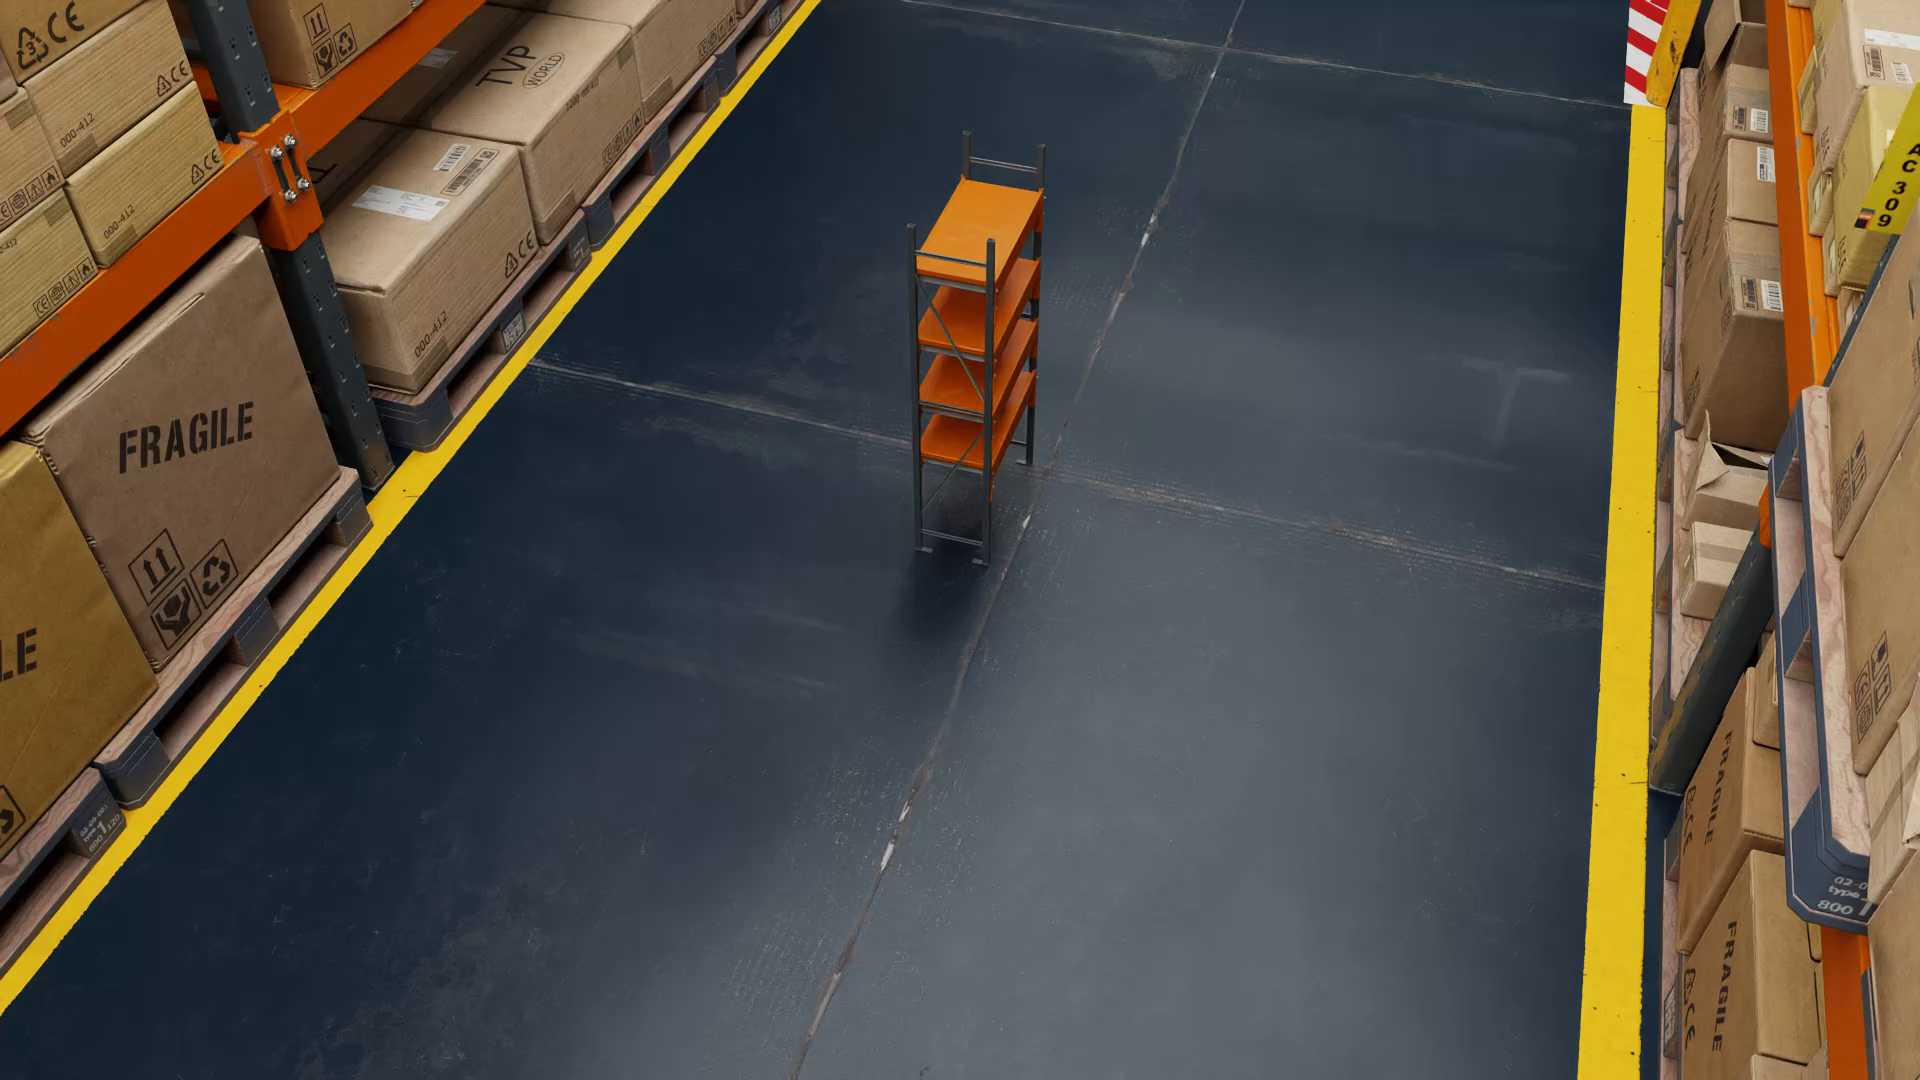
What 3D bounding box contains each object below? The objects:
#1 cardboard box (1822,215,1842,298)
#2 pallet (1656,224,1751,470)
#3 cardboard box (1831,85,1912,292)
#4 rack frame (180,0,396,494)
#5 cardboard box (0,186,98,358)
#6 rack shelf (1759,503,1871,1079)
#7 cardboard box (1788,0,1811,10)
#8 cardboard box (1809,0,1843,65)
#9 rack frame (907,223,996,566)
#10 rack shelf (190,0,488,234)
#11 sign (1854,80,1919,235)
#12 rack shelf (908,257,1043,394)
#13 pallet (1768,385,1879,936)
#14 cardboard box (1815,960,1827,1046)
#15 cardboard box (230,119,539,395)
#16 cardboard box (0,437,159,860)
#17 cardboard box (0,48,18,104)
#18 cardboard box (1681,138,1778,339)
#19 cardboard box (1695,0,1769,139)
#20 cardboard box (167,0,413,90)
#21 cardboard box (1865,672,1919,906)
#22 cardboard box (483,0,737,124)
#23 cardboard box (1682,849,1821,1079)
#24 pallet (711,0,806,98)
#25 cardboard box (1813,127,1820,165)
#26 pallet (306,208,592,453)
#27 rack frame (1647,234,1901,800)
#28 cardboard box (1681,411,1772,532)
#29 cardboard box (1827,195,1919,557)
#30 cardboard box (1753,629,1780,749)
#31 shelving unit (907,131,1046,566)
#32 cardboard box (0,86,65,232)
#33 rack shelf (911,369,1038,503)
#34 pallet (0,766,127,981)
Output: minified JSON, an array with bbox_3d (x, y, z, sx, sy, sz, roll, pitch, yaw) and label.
[{"bbox_3d":[2.290,-0.676,3.975,0.380,0.149,0.250,14,46,14],"label":"cardboard box"},{"bbox_3d":[2.952,-0.598,5.710,1.003,0.211,1.213,13,46,13],"label":"pallet"},{"bbox_3d":[2.298,-0.765,3.782,0.500,0.250,0.500,14,46,14],"label":"cardboard box"},{"bbox_3d":[-2.356,-1.370,4.505,1.000,3.000,0.127,13,46,13],"label":"rack frame"},{"bbox_3d":[-2.407,-0.625,3.851,0.500,0.250,0.500,12,46,12],"label":"cardboard box"},{"bbox_3d":[1.770,1.269,2.323,1.077,0.370,4.000,13,46,13],"label":"rack shelf"},{"bbox_3d":[2.728,-1.709,5.031,0.380,0.149,0.250,14,46,13],"label":"cardboard box"},{"bbox_3d":[2.599,-1.432,4.463,0.500,0.250,0.500,12,46,12],"label":"cardboard box"},{"bbox_3d":[-0.024,-0.377,4.777,0.240,1.200,0.015,13,46,13],"label":"rack frame"},{"bbox_3d":[-1.750,-2.446,6.119,1.077,0.370,4.000,13,46,13],"label":"rack shelf"},{"bbox_3d":[1.856,-0.740,3.243,0.100,0.325,0.005,13,46,13],"label":"sign"},{"bbox_3d":[0.050,-0.651,4.834,0.258,0.148,0.480,13,46,13],"label":"rack shelf"},{"bbox_3d":[2.030,0.257,2.980,1.003,0.211,1.213,13,46,13],"label":"pallet"},{"bbox_3d":[1.867,0.933,3.175,0.380,0.149,0.250,12,46,12],"label":"cardboard box"},{"bbox_3d":[-2.063,-1.000,5.659,0.875,0.438,0.875,12,46,12],"label":"cardboard box"},{"bbox_3d":[-2.733,0.273,4.045,0.875,0.875,0.875,14,46,14],"label":"cardboard box"},{"bbox_3d":[-2.401,-1.066,3.408,0.500,0.500,0.500,13,46,13],"label":"cardboard box"},{"bbox_3d":[2.760,-0.964,5.577,0.500,0.500,0.500,13,46,13],"label":"cardboard box"},{"bbox_3d":[3.312,-1.858,6.488,0.797,0.503,0.637,11,45,11],"label":"cardboard box"},{"bbox_3d":[-1.964,-1.663,4.733,0.500,0.500,0.500,14,46,14],"label":"cardboard box"},{"bbox_3d":[1.589,0.422,2.470,0.396,0.266,0.258,15,46,14],"label":"cardboard box"},{"bbox_3d":[-1.518,-2.198,6.883,0.875,0.438,0.875,14,46,14],"label":"cardboard box"},{"bbox_3d":[1.863,1.054,3.515,0.500,0.500,0.500,12,46,12],"label":"cardboard box"},{"bbox_3d":[-1.312,-2.490,7.644,1.003,0.211,1.213,13,46,13],"label":"pallet"},{"bbox_3d":[2.451,-1.023,4.330,0.380,0.149,0.250,14,46,14],"label":"cardboard box"},{"bbox_3d":[-2.051,-0.864,5.982,1.003,0.211,1.213,13,46,13],"label":"pallet"},{"bbox_3d":[2.376,-0.321,3.434,1.000,3.000,0.127,13,46,13],"label":"rack frame"},{"bbox_3d":[2.373,-0.166,4.929,0.396,0.266,0.258,14,46,14],"label":"cardboard box"},{"bbox_3d":[2.016,-0.232,2.971,0.700,0.500,0.500,14,46,14],"label":"cardboard box"},{"bbox_3d":[2.014,0.373,3.747,0.380,0.149,0.250,15,46,14],"label":"cardboard box"},{"bbox_3d":[0.050,-0.539,4.943,0.258,1.200,0.503,13,46,13],"label":"shelving unit"},{"bbox_3d":[-2.402,-0.815,3.688,0.500,0.250,0.500,14,46,13],"label":"cardboard box"},{"bbox_3d":[0.050,-0.349,5.129,0.258,0.148,0.480,13,46,13],"label":"rack shelf"},{"bbox_3d":[-2.885,0.973,4.105,1.003,0.211,1.213,13,46,13],"label":"pallet"}]
